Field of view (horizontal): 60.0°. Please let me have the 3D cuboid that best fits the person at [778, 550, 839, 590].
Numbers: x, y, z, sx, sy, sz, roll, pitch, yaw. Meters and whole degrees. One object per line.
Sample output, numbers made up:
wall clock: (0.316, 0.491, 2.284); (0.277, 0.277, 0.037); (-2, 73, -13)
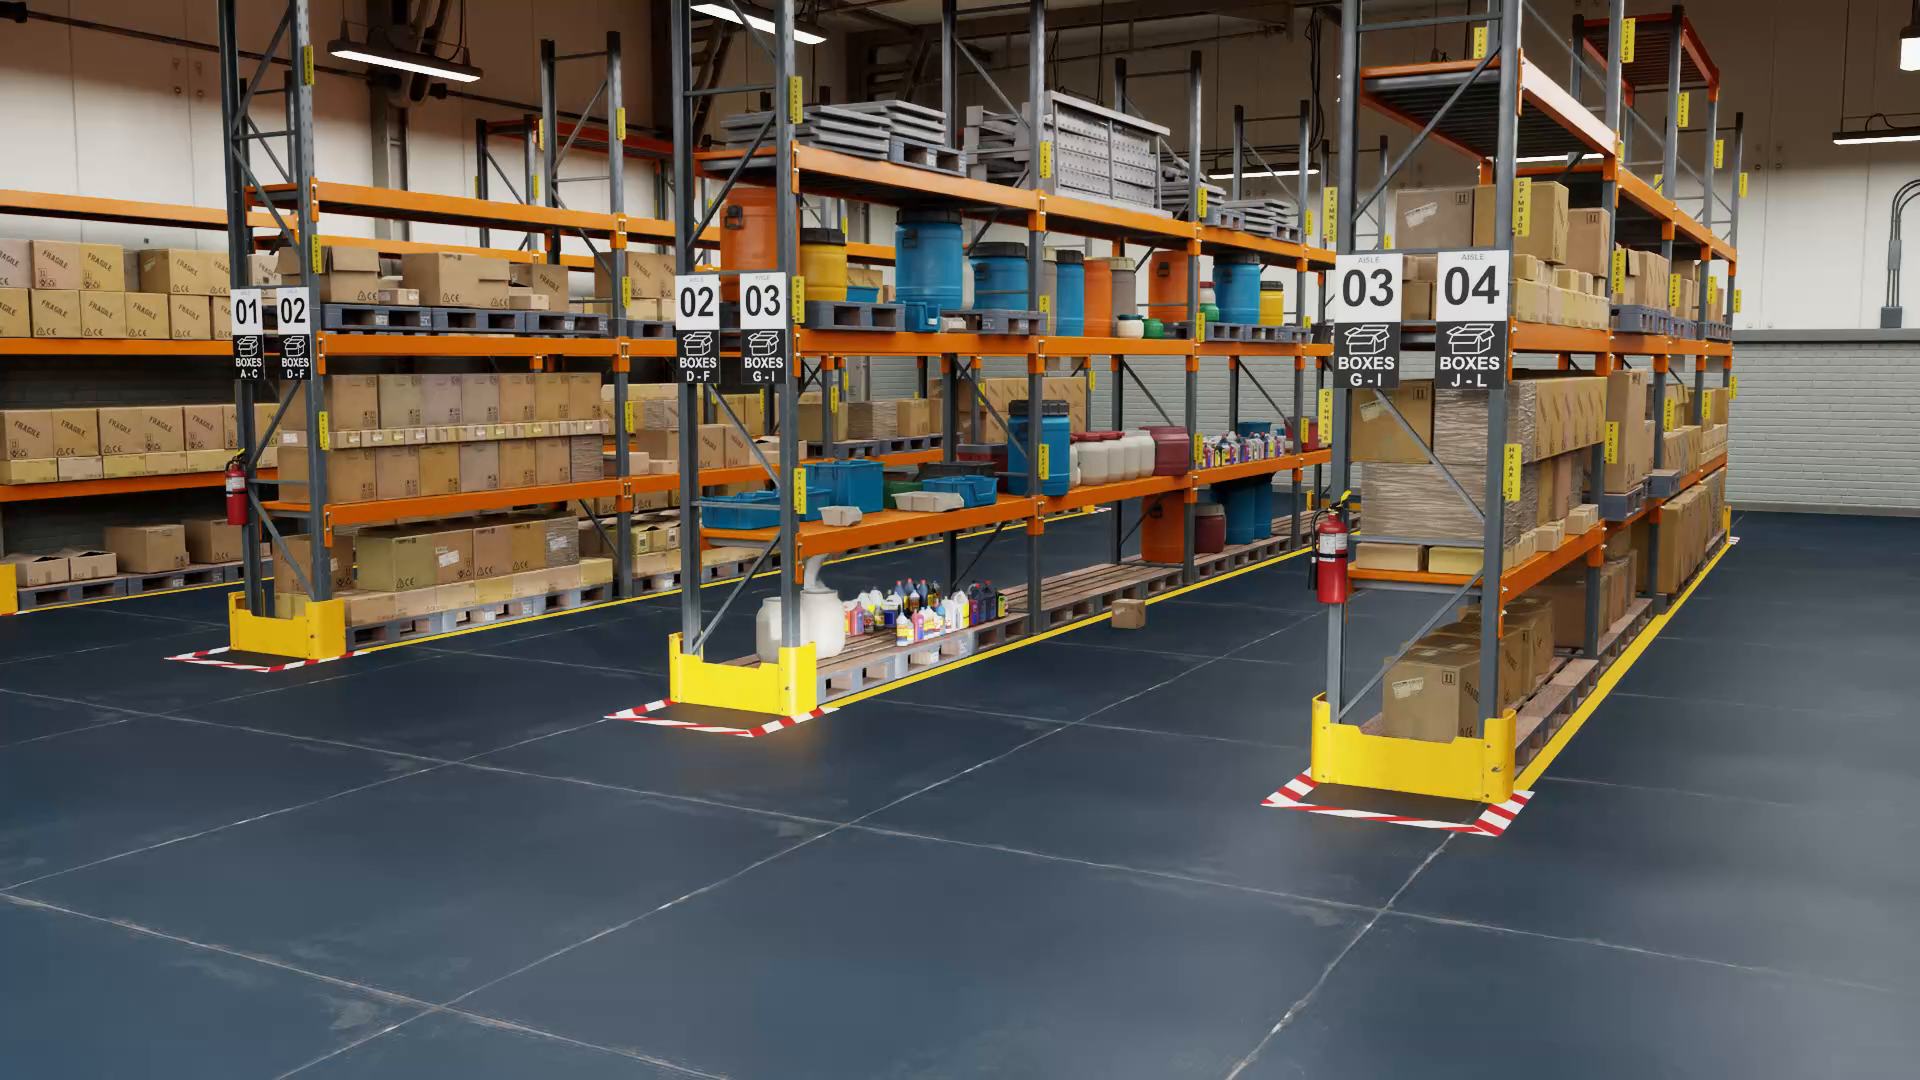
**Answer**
person: (-1.442, 0.071, 15.944); (0.434, 1.519, 0.956); (4, 7, 32)
